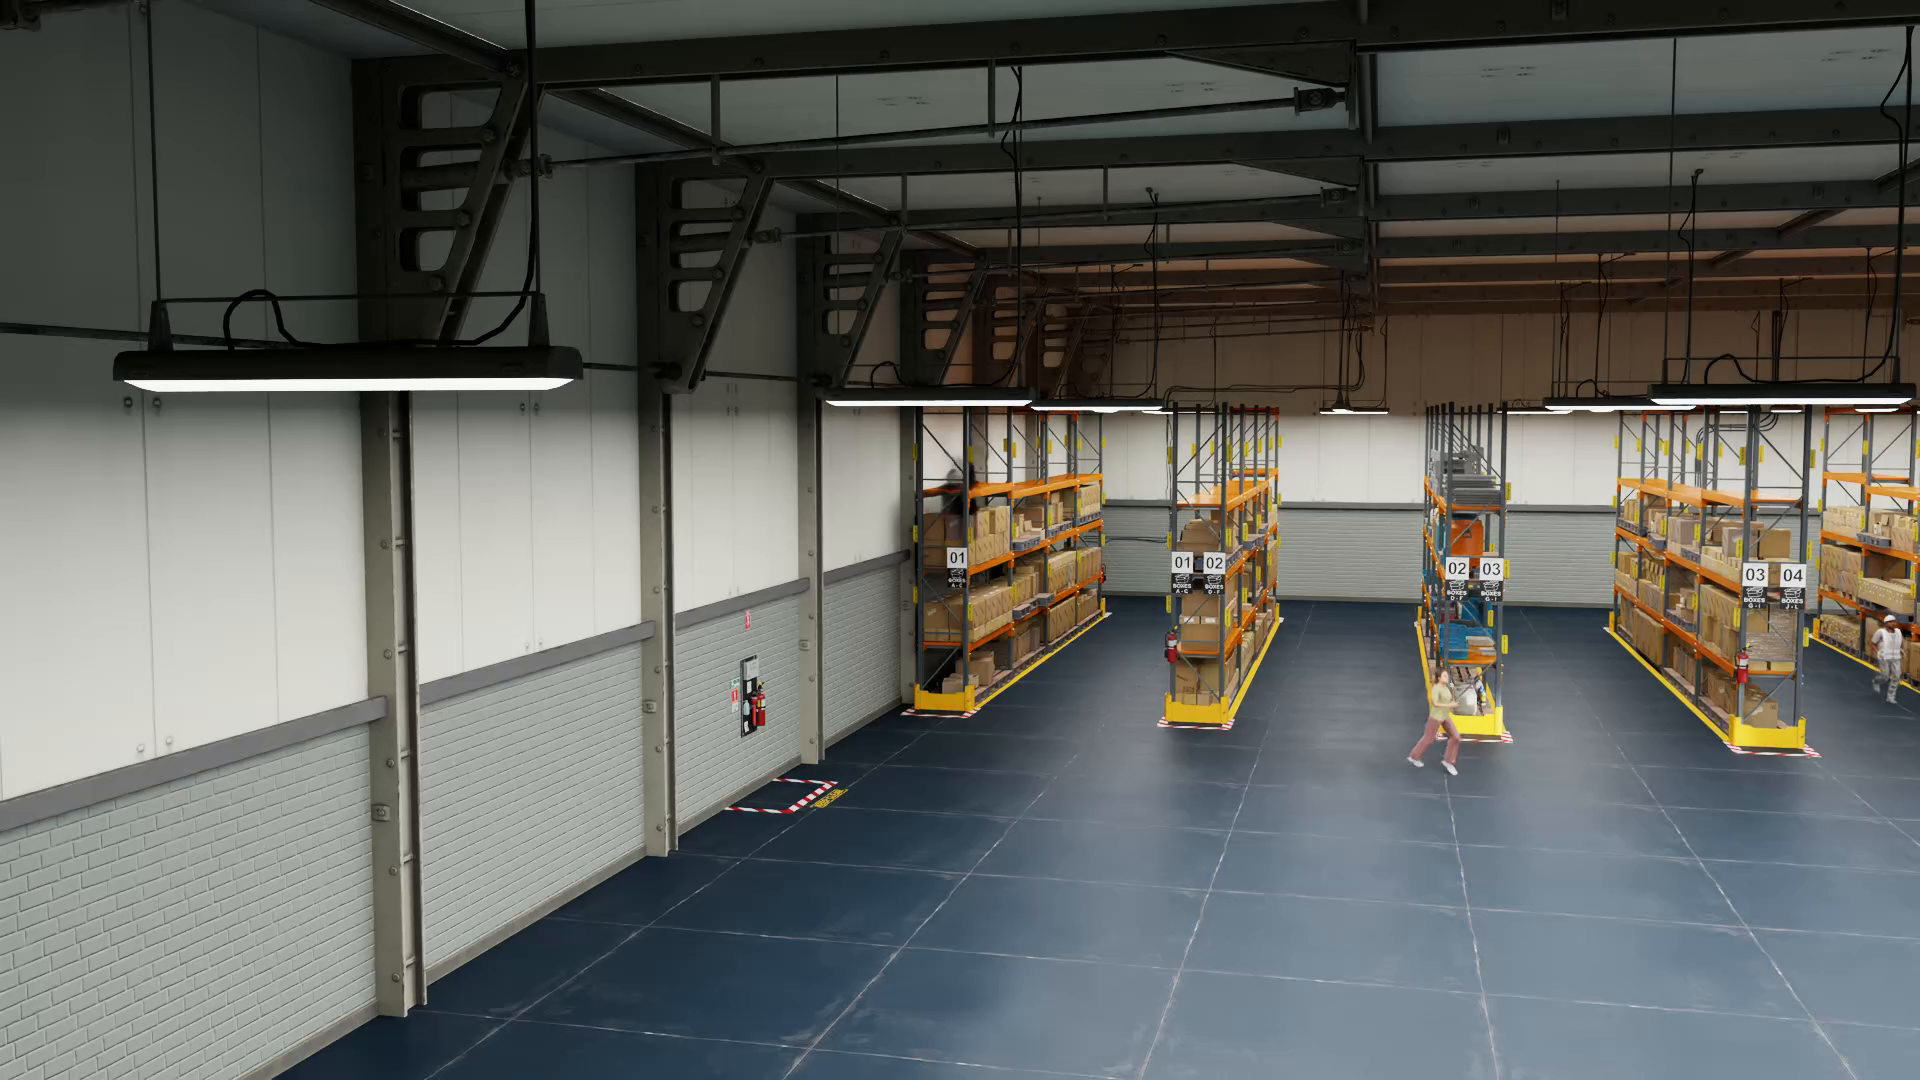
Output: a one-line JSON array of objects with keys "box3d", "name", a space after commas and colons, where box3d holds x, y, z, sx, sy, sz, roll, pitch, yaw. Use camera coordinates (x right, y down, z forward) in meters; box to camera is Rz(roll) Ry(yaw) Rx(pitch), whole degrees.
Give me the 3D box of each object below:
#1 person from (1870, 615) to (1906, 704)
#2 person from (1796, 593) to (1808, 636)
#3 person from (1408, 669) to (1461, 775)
[{"box3d": [18.685, 2.384, 33.460, 0.682, 1.753, 0.769, 0, 4, 4], "name": "person"}, {"box3d": [20.510, 1.864, 40.894, 0.671, 1.728, 0.805, 1, 4, 14], "name": "person"}, {"box3d": [7.688, 2.919, 26.837, 0.584, 1.693, 0.864, -4, 6, -44], "name": "person"}]
